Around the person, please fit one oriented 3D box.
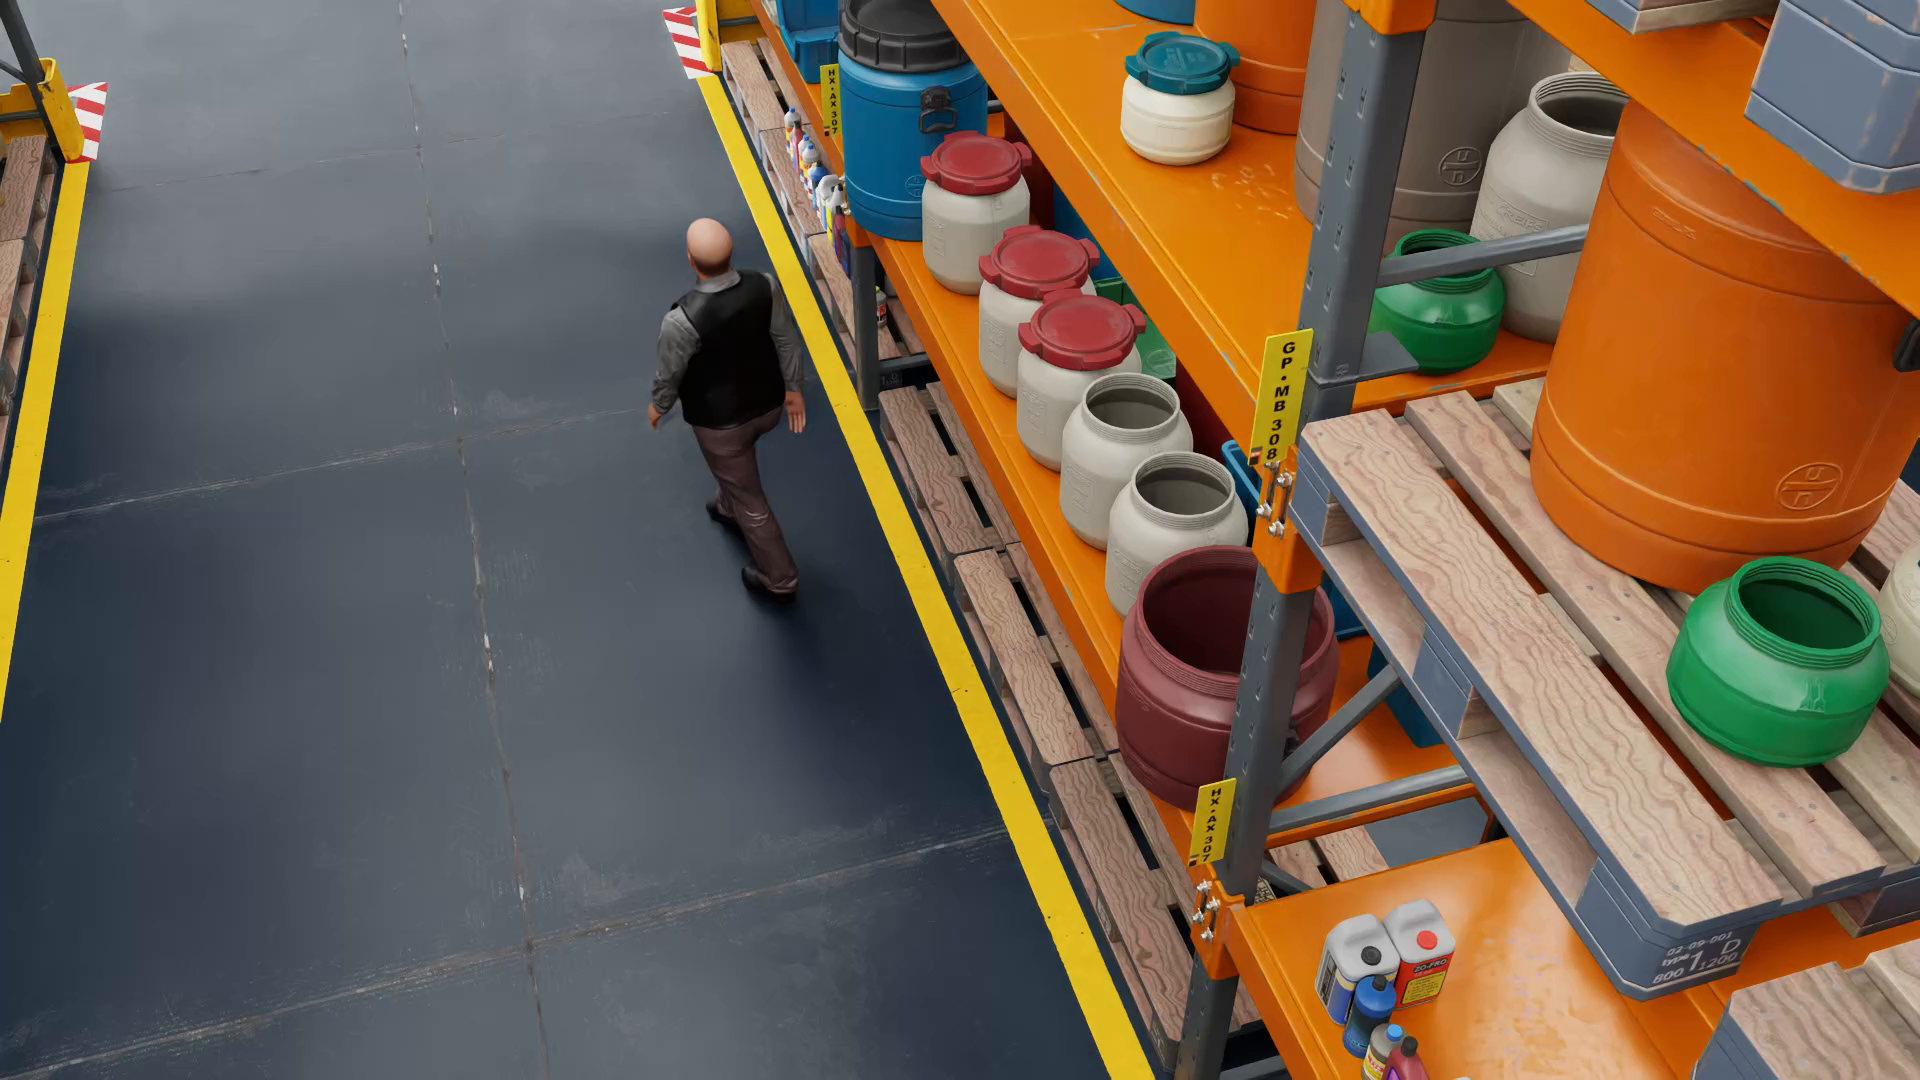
[{"bbox_3d":[-0.960,-0.540,6.790,0.567,1.745,0.832,-33,51,-31],"label":"person"}]
